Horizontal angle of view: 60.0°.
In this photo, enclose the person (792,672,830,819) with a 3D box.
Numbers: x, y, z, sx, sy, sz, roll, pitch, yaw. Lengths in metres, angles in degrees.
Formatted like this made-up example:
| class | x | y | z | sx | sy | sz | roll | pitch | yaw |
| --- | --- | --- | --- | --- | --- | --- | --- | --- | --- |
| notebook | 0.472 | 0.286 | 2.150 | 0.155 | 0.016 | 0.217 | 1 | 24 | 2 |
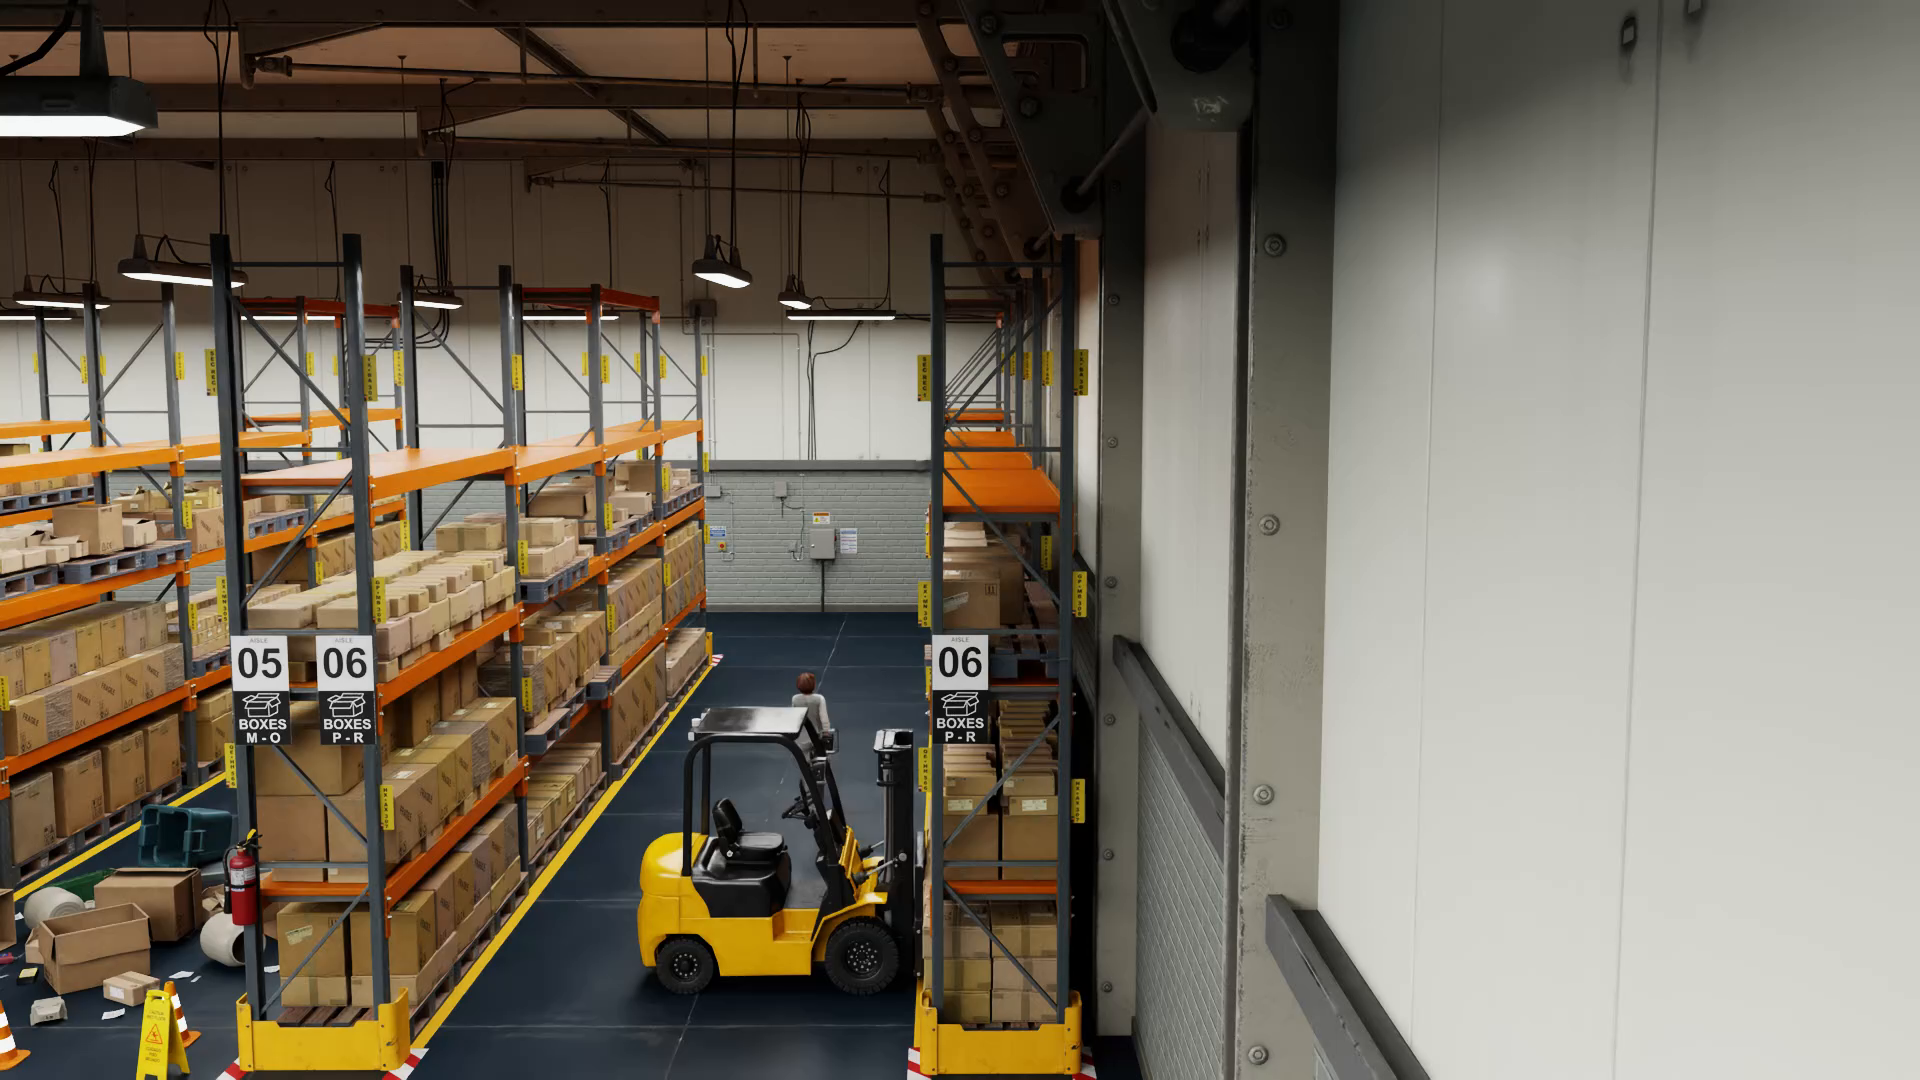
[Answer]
| class | x | y | z | sx | sy | sz | roll | pitch | yaw |
| --- | --- | --- | --- | --- | --- | --- | --- | --- | --- |
| person | -1.591 | 2.158 | 17.656 | 0.391 | 1.551 | 0.841 | -1 | 6 | -11 |
